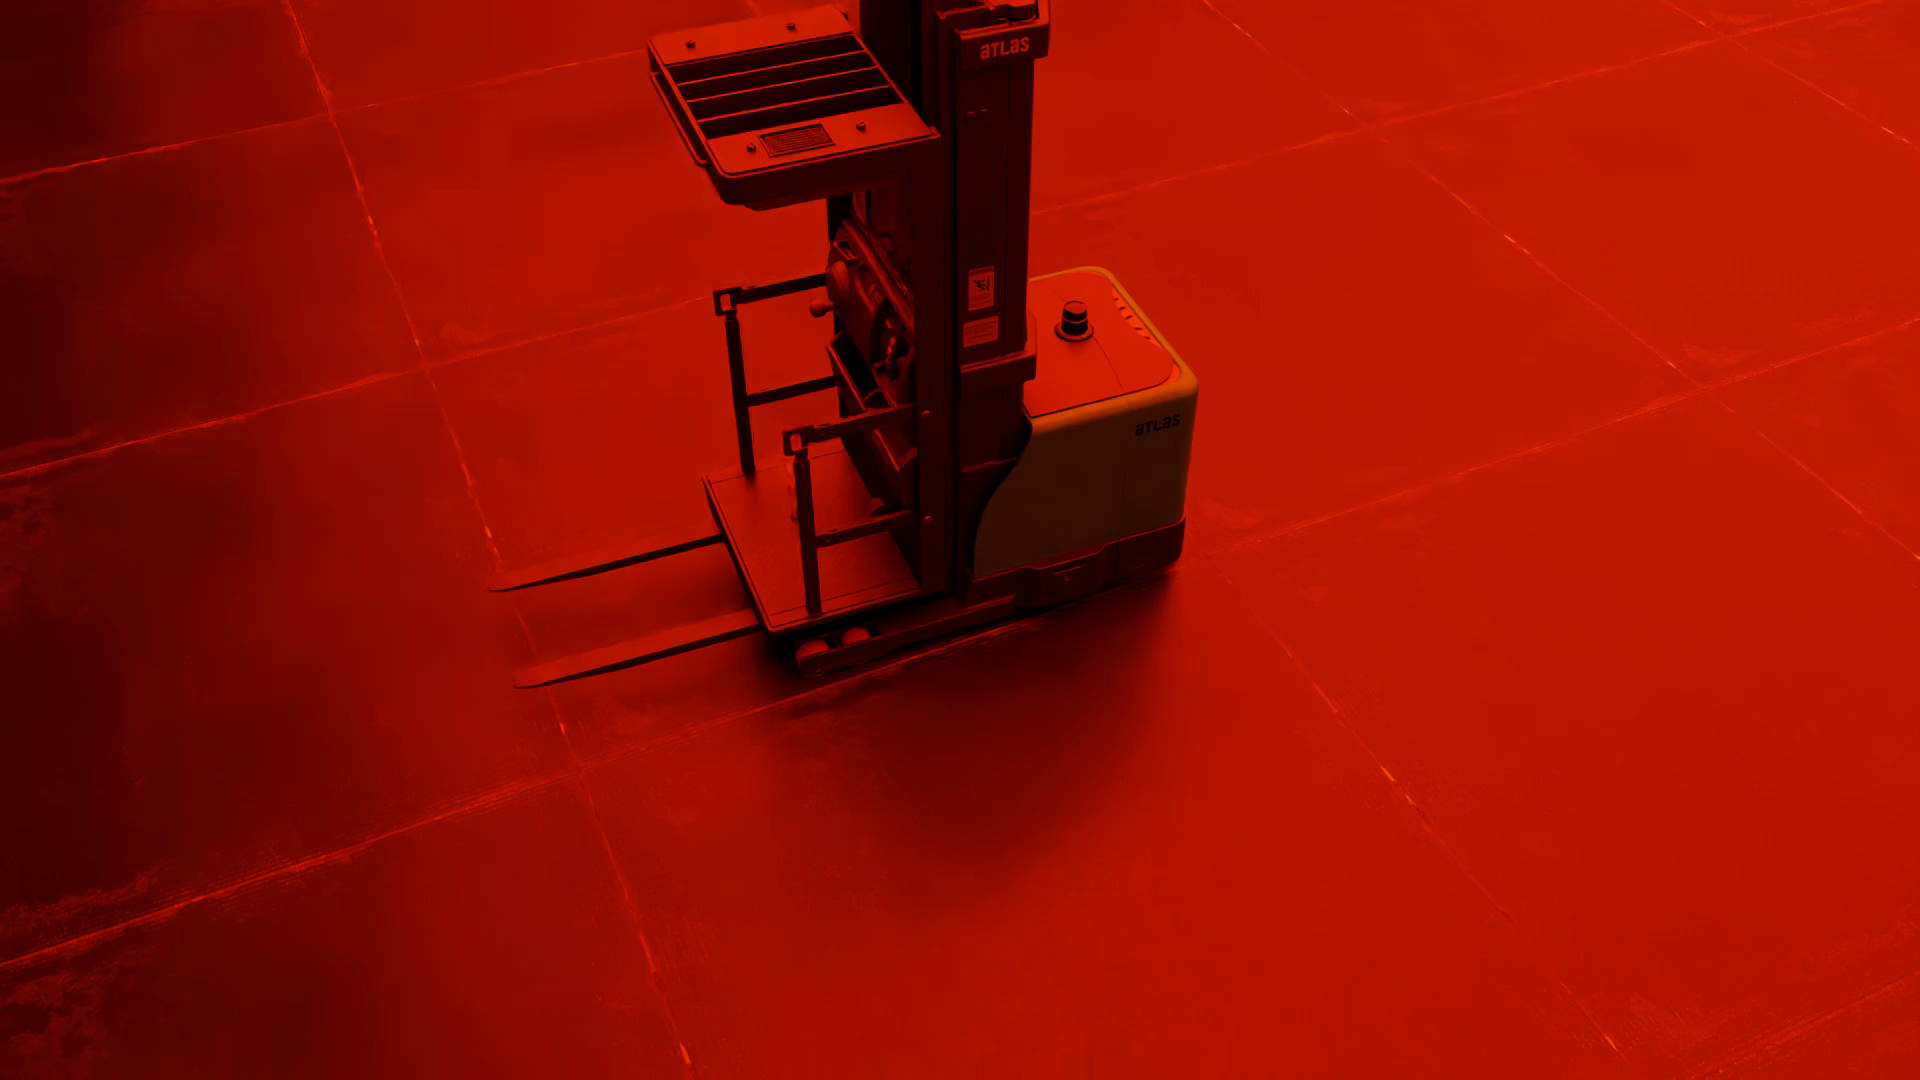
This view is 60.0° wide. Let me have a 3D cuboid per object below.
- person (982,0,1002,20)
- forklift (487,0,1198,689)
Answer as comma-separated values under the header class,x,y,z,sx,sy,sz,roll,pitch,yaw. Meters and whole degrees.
class,x,y,z,sx,sy,sz,roll,pitch,yaw
person,-0.002,-2.780,9.611,0.559,1.668,0.434,1,43,1
forklift,-0.548,-0.889,6.633,3.031,2.935,1.130,-15,45,-16
